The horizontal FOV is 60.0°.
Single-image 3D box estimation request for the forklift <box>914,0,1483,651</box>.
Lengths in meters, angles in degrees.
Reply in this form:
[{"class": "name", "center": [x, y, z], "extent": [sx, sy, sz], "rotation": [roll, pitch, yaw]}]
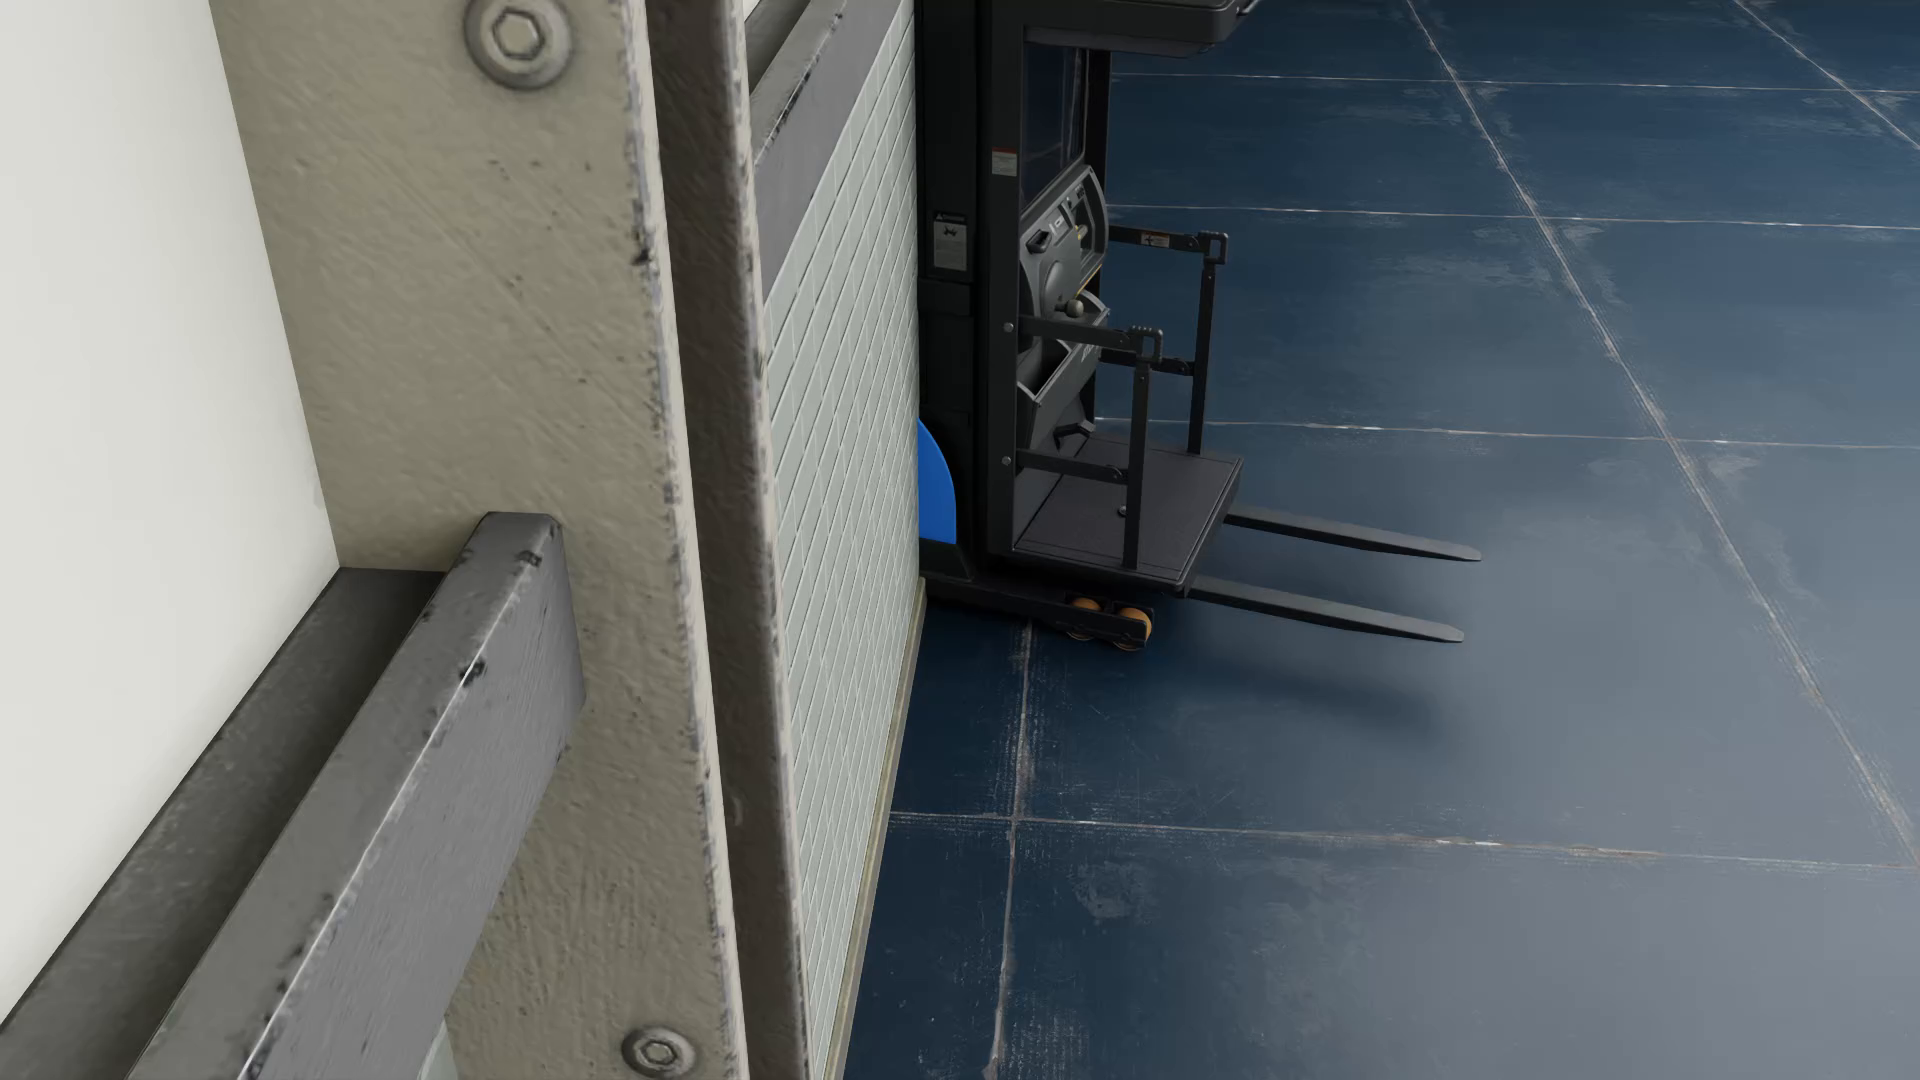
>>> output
[{"class": "forklift", "center": [0.587, -1.128, 6.287], "extent": [3.031, 2.935, 1.130], "rotation": [11, 33, 18]}]
